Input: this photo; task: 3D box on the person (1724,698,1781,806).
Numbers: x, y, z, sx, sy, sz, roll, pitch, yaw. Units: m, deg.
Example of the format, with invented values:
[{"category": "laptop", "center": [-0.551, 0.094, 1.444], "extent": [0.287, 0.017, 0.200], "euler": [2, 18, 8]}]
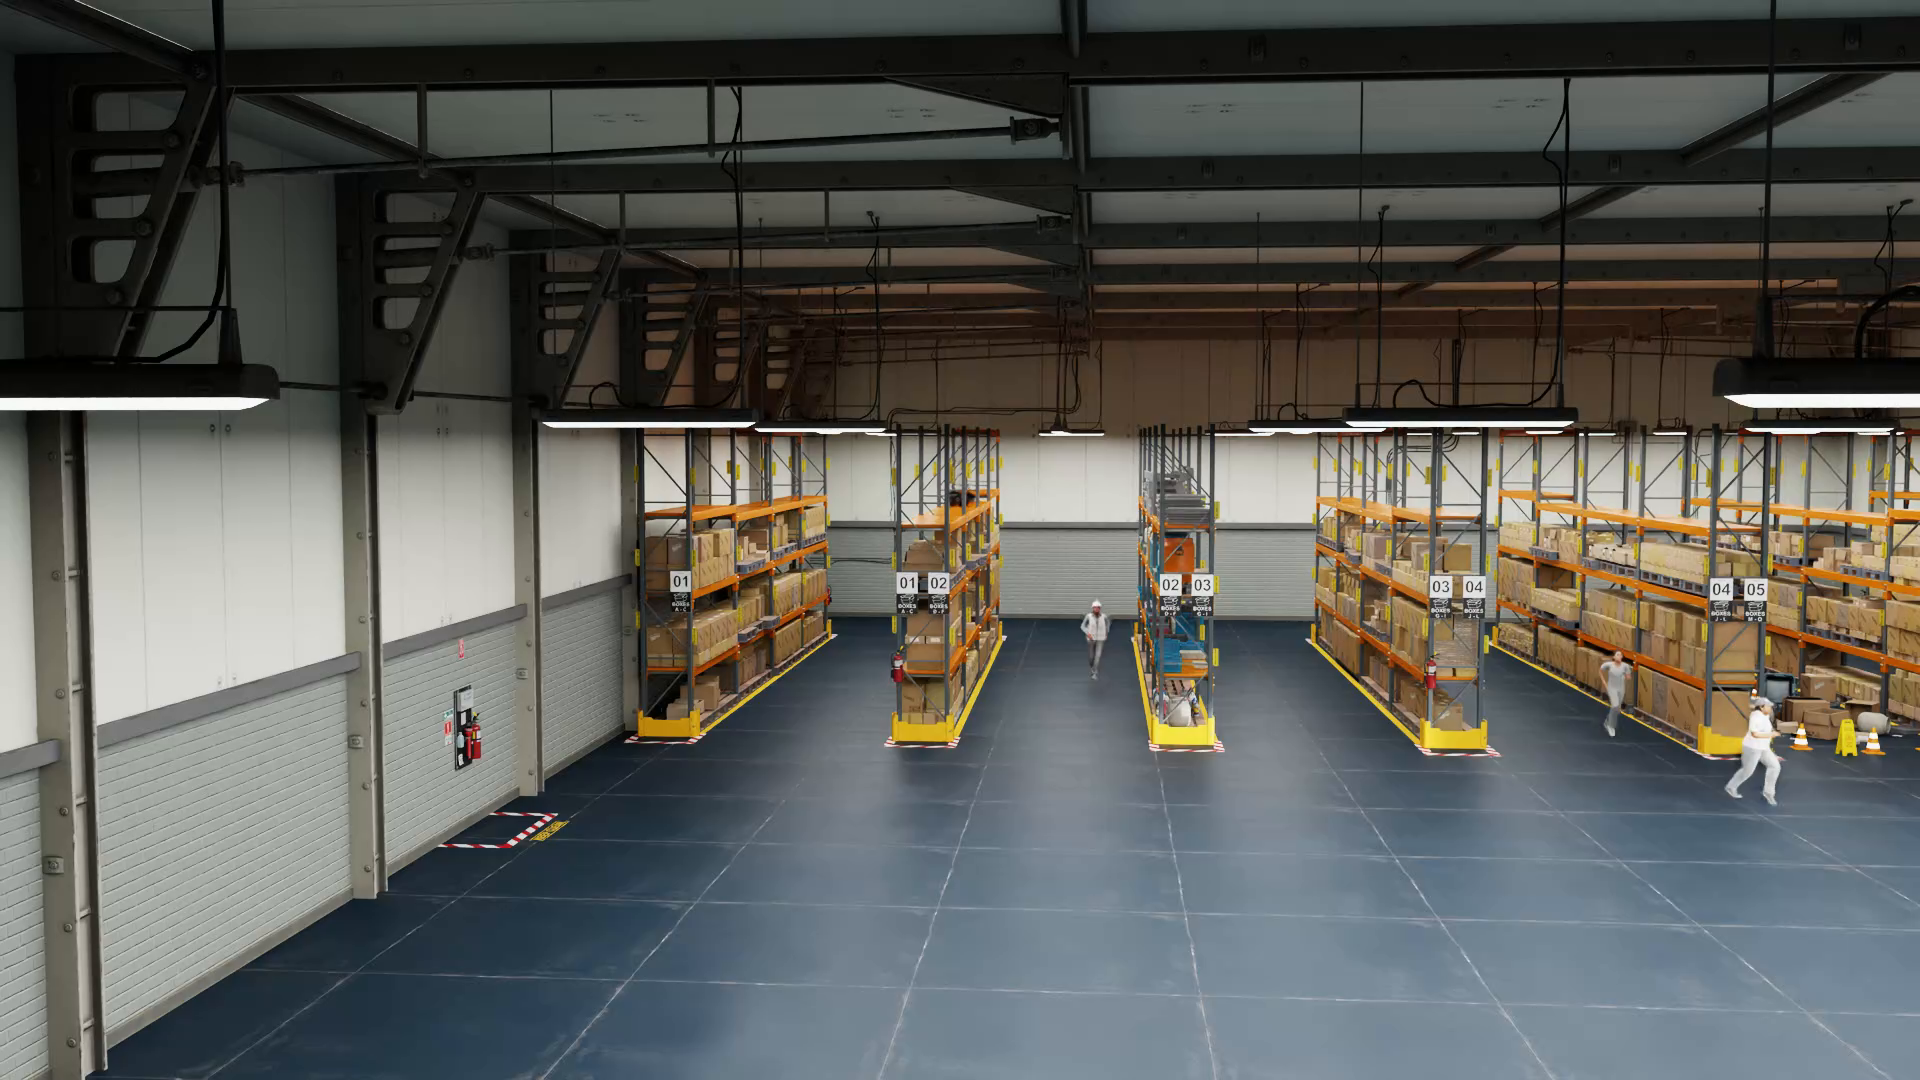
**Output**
[{"category": "person", "center": [12.479, 3.313, 26.158], "extent": [0.832, 1.708, 0.626], "euler": [3, 5, 44]}]

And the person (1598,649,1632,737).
[{"category": "person", "center": [12.672, 2.946, 32.128], "extent": [0.549, 1.678, 0.710], "euler": [0, 3, -1]}]

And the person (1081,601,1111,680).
[{"category": "person", "center": [3.096, 2.268, 37.849], "extent": [0.684, 1.769, 0.811], "euler": [0, 3, 0]}]
